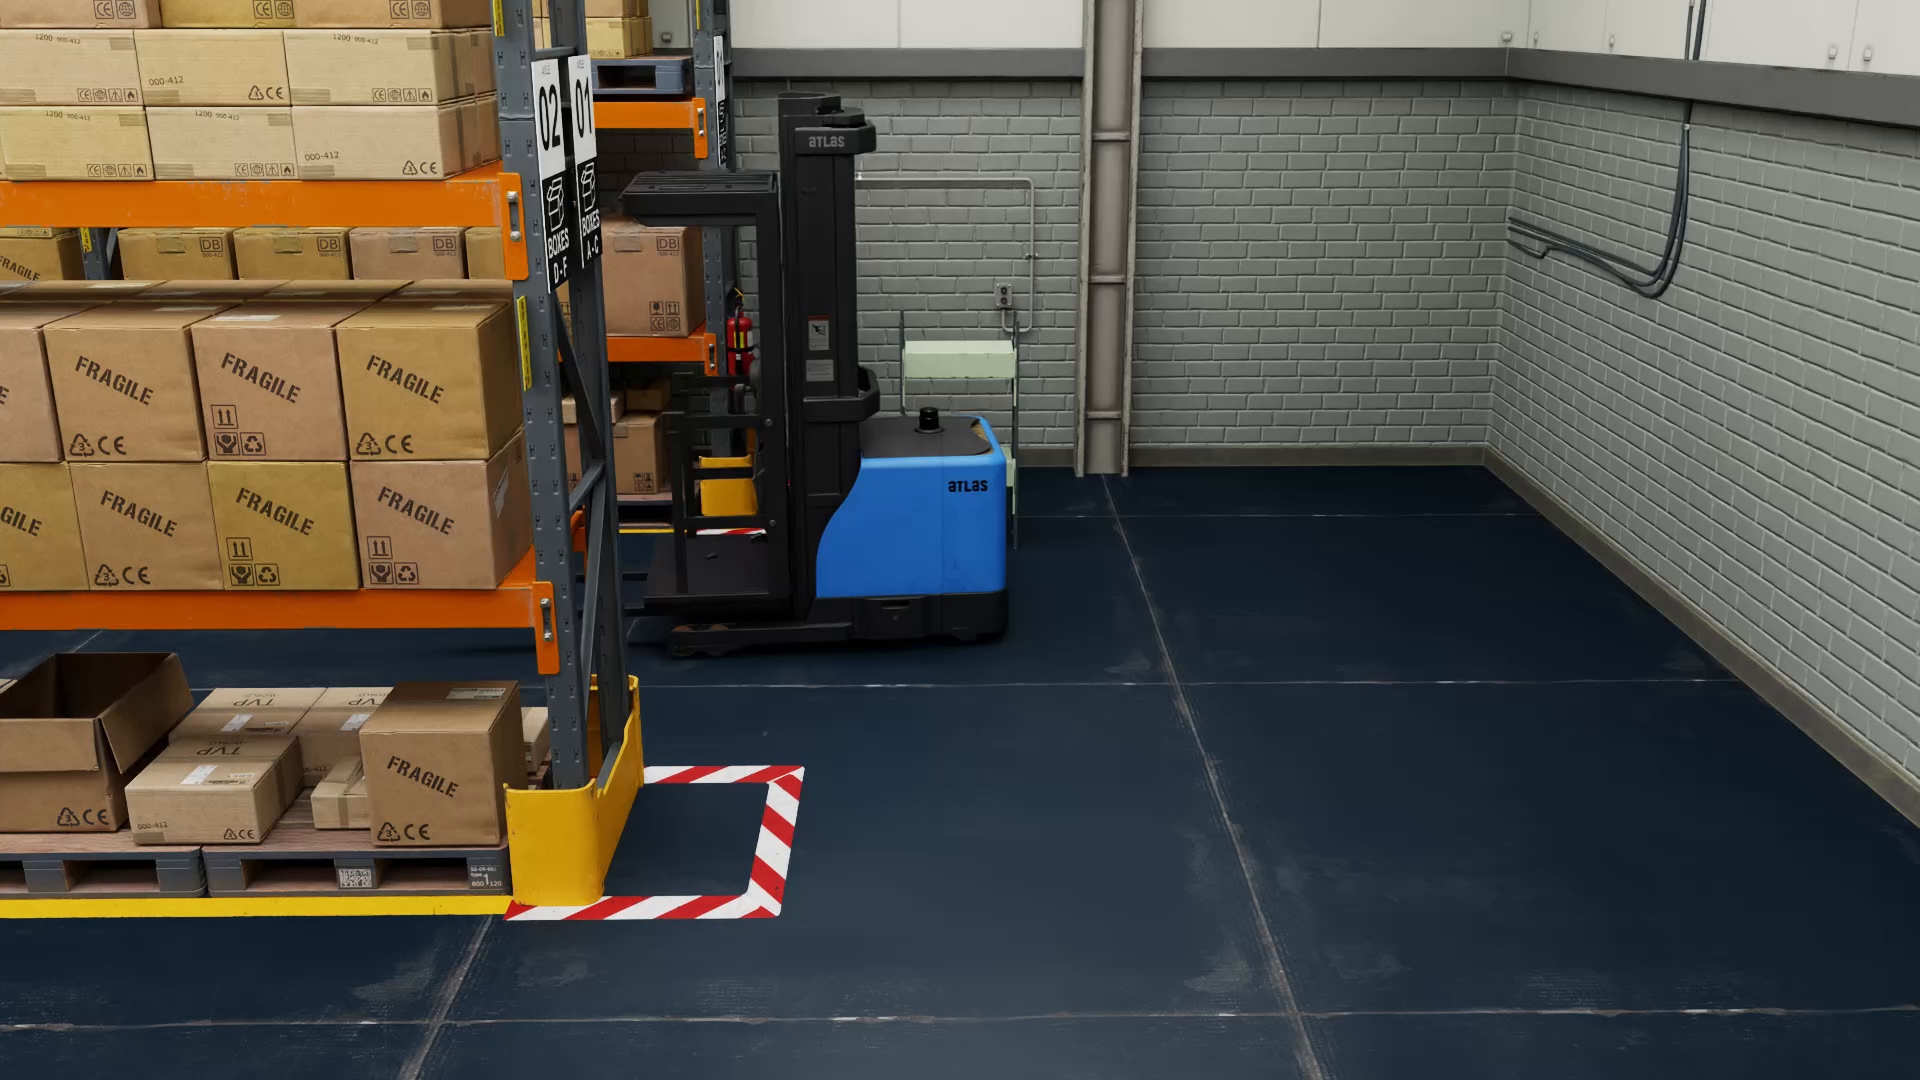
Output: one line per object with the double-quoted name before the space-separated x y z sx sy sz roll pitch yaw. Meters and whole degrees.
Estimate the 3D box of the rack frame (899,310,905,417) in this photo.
"rack frame" -0.373 -0.712 10.813 0.023 1.500 0.400 0 18 -1

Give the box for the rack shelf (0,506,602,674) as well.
"rack shelf" -3.531 0.188 6.730 4.000 0.370 1.077 0 18 -1

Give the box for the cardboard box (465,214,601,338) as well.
"cardboard box" -2.851 -1.808 11.282 0.700 0.700 0.980 0 18 -1

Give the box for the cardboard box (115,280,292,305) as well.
"cardboard box" -3.002 -0.761 6.708 0.500 0.500 0.500 0 18 0

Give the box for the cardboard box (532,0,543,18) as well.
"cardboard box" -2.842 -3.553 10.469 0.500 0.500 0.500 0 18 1

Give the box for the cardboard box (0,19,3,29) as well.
"cardboard box" -3.546 -2.124 6.045 0.500 0.500 0.700 0 18 -1

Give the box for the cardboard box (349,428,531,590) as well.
"cardboard box" -1.975 -0.127 6.369 0.500 0.500 0.500 0 18 1

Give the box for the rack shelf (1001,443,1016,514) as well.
"rack shelf" -0.007 -0.404 10.918 0.720 0.370 0.431 0 18 -1

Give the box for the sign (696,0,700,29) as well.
"sign" -1.619 -3.324 10.268 0.005 0.325 0.100 0 18 -1

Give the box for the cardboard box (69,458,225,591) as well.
"cardboard box" -2.993 -0.123 6.355 0.500 0.500 0.500 0 18 0

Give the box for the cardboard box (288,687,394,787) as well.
"cardboard box" -2.580 0.854 7.257 0.500 0.250 0.500 0 18 -1

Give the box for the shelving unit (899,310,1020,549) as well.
"shelving unit" -0.007 -0.714 10.818 0.755 1.500 0.431 0 18 -1

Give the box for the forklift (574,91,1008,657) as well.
"forklift" -1.284 -0.926 9.137 3.031 2.935 1.130 -2 18 -6

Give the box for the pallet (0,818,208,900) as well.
"pallet" -3.622 1.173 7.046 1.213 0.211 1.003 0 18 -1

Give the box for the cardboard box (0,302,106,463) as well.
"cardboard box" -3.509 -0.593 6.185 0.500 0.500 0.500 0 18 1

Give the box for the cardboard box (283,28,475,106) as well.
"cardboard box" -2.041 -1.679 5.888 0.500 0.250 0.500 0 18 -1

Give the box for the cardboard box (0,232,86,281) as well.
"cardboard box" -6.071 -1.778 10.995 0.500 0.500 0.500 -1 18 -2

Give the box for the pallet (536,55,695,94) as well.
"pallet" -2.355 -3.057 10.900 1.213 0.211 1.003 0 18 -1

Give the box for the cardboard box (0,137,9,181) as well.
"cardboard box" -3.541 -1.435 5.947 0.500 0.250 0.500 0 18 -1

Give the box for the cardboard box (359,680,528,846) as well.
"cardboard box" -2.071 0.894 6.722 0.500 0.500 0.500 0 18 -1

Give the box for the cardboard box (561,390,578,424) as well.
"cardboard box" -2.693 -0.904 11.299 0.250 0.149 0.380 0 18 1

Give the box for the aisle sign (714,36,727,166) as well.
"aisle sign" -1.537 -2.824 10.684 0.004 0.787 0.394 0 18 -1

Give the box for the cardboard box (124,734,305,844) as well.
"cardboard box" -3.022 1.009 6.774 0.500 0.250 0.500 0 18 -1

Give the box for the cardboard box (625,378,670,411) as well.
"cardboard box" -2.190 -1.024 11.671 0.250 0.149 0.380 0 18 0

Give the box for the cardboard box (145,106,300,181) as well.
"cardboard box" -2.541 -1.439 5.959 0.500 0.250 0.500 0 18 -1

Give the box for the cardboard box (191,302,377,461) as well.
"cardboard box" -2.477 -0.599 6.205 0.500 0.500 0.500 0 18 1

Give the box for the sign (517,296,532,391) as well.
"sign" -1.543 -0.697 5.896 0.005 0.325 0.100 0 18 -1

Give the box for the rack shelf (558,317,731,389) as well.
"rack shelf" -3.613 -1.325 11.446 4.000 0.370 1.077 0 18 -1

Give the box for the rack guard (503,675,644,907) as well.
"rack guard" -1.608 1.026 7.030 0.348 0.500 1.175 0 18 -1

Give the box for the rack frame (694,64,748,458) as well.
"rack frame" -1.614 -1.677 11.366 0.127 3.000 1.000 0 18 -1

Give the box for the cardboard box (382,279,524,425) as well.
"cardboard box" -1.980 -0.767 6.726 0.500 0.500 0.500 0 18 1

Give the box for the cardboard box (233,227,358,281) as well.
"cardboard box" -4.341 -1.800 11.258 0.700 0.700 0.980 -1 18 -2

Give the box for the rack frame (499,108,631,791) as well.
"rack frame" -1.532 -0.165 6.650 0.127 3.000 1.000 0 18 -1

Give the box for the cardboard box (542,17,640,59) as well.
"cardboard box" -2.342 -3.197 10.588 0.500 0.250 0.500 0 18 1

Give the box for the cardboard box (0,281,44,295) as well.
"cardboard box" -4.014 -0.756 6.693 0.500 0.500 0.500 0 18 0

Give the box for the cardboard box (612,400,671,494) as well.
"cardboard box" -2.312 -0.653 11.578 0.500 0.500 0.700 0 18 -1

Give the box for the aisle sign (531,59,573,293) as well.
"aisle sign" -1.459 -1.309 5.962 0.004 0.787 0.394 0 18 -1

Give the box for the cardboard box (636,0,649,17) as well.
"cardboard box" -2.347 -3.709 10.956 0.500 0.500 0.500 -1 18 -3

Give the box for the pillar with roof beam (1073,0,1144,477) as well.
"pillar with roof beam" 1.140 -3.496 7.215 0.400 9.000 9.100 0 18 -1

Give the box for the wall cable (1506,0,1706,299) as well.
"wall cable" 4.047 -2.974 10.669 0.112 2.526 3.097 0 18 -1

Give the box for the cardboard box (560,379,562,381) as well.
"cardboard box" -2.947 -1.020 11.660 0.250 0.149 0.380 0 18 0

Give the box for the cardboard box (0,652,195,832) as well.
"cardboard box" -3.653 0.823 6.937 0.637 0.503 0.797 0 18 -1

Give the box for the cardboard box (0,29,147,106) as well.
"cardboard box" -3.041 -1.675 5.876 0.500 0.250 0.500 0 18 -1

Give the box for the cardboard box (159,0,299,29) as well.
"cardboard box" -2.546 -2.133 6.073 0.500 0.500 0.700 0 18 -1

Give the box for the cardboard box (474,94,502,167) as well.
"cardboard box" -2.049 -1.597 6.449 0.500 0.250 0.500 0 18 -1
